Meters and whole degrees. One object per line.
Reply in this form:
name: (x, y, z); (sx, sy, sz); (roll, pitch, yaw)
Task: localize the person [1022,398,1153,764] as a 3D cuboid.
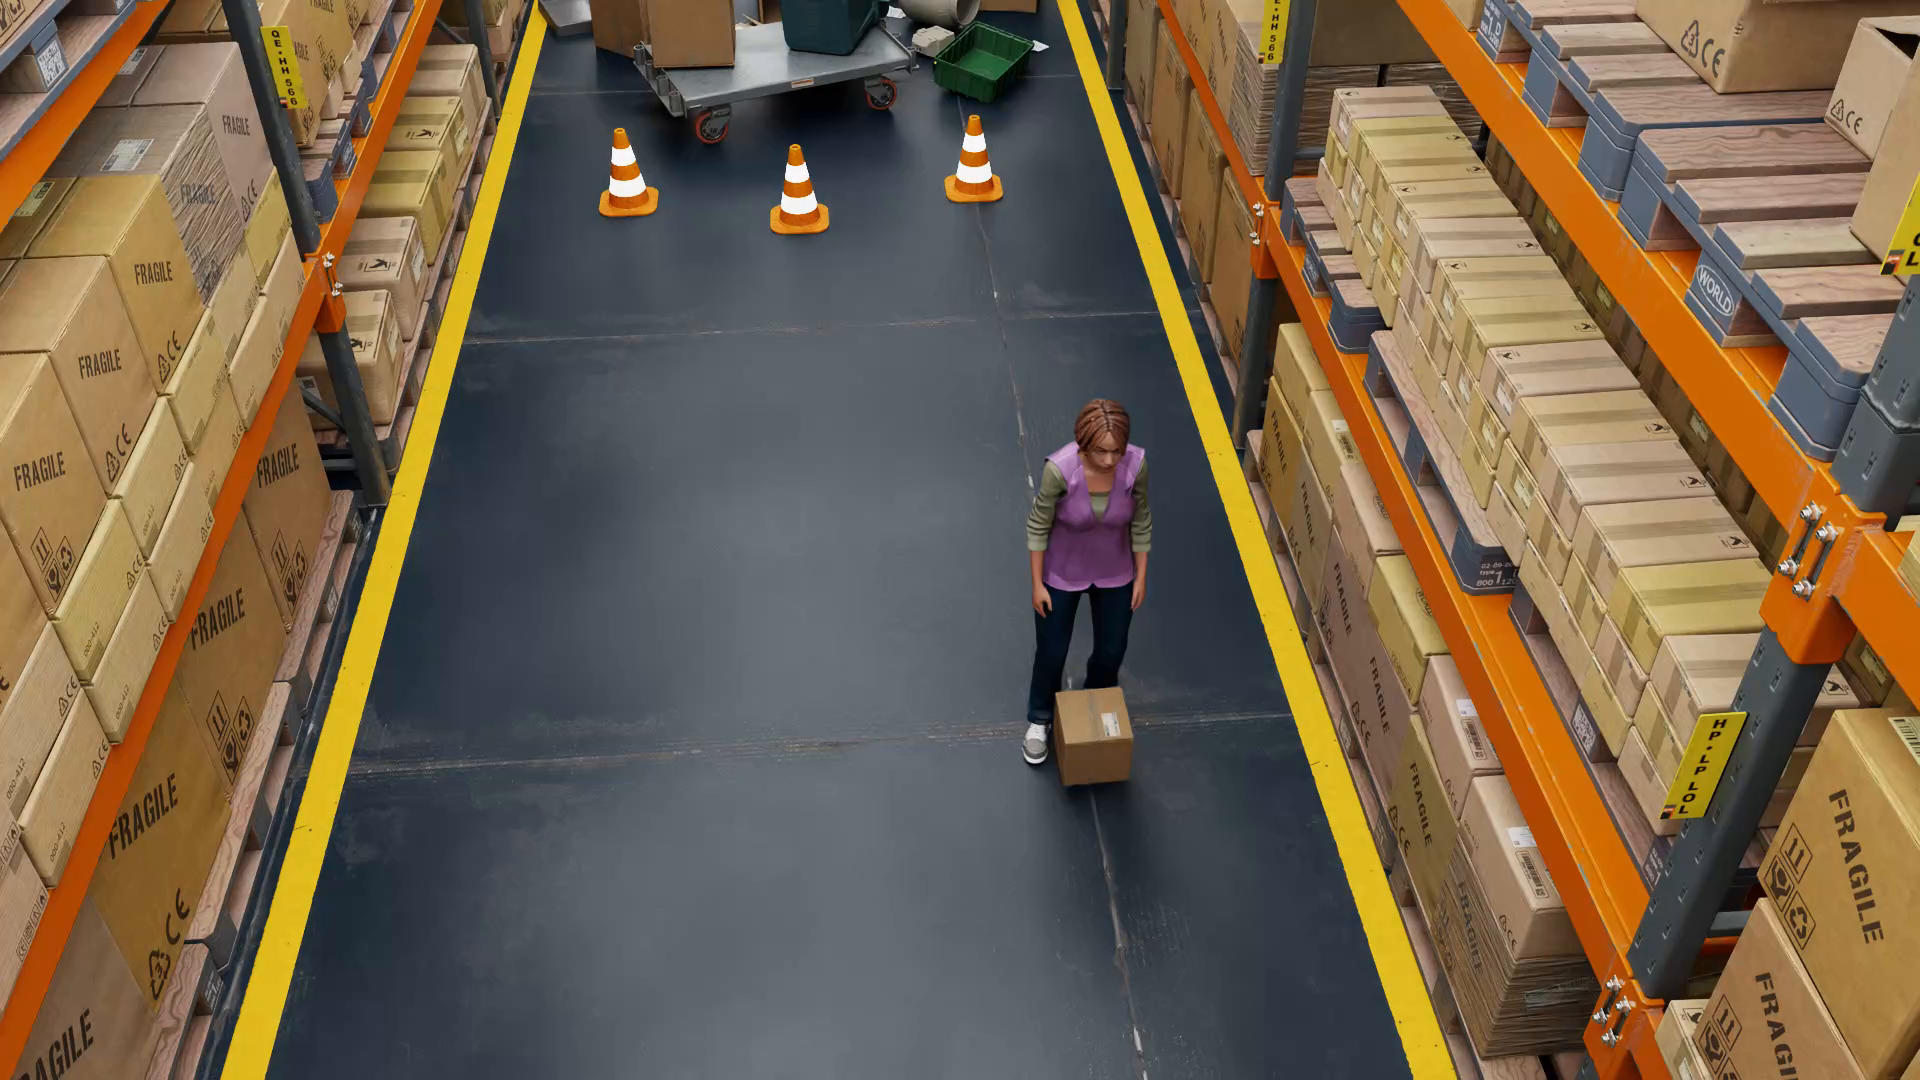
person: (0.460, 0.149, 5.983); (0.458, 1.594, 0.374); (-4, 40, -5)
